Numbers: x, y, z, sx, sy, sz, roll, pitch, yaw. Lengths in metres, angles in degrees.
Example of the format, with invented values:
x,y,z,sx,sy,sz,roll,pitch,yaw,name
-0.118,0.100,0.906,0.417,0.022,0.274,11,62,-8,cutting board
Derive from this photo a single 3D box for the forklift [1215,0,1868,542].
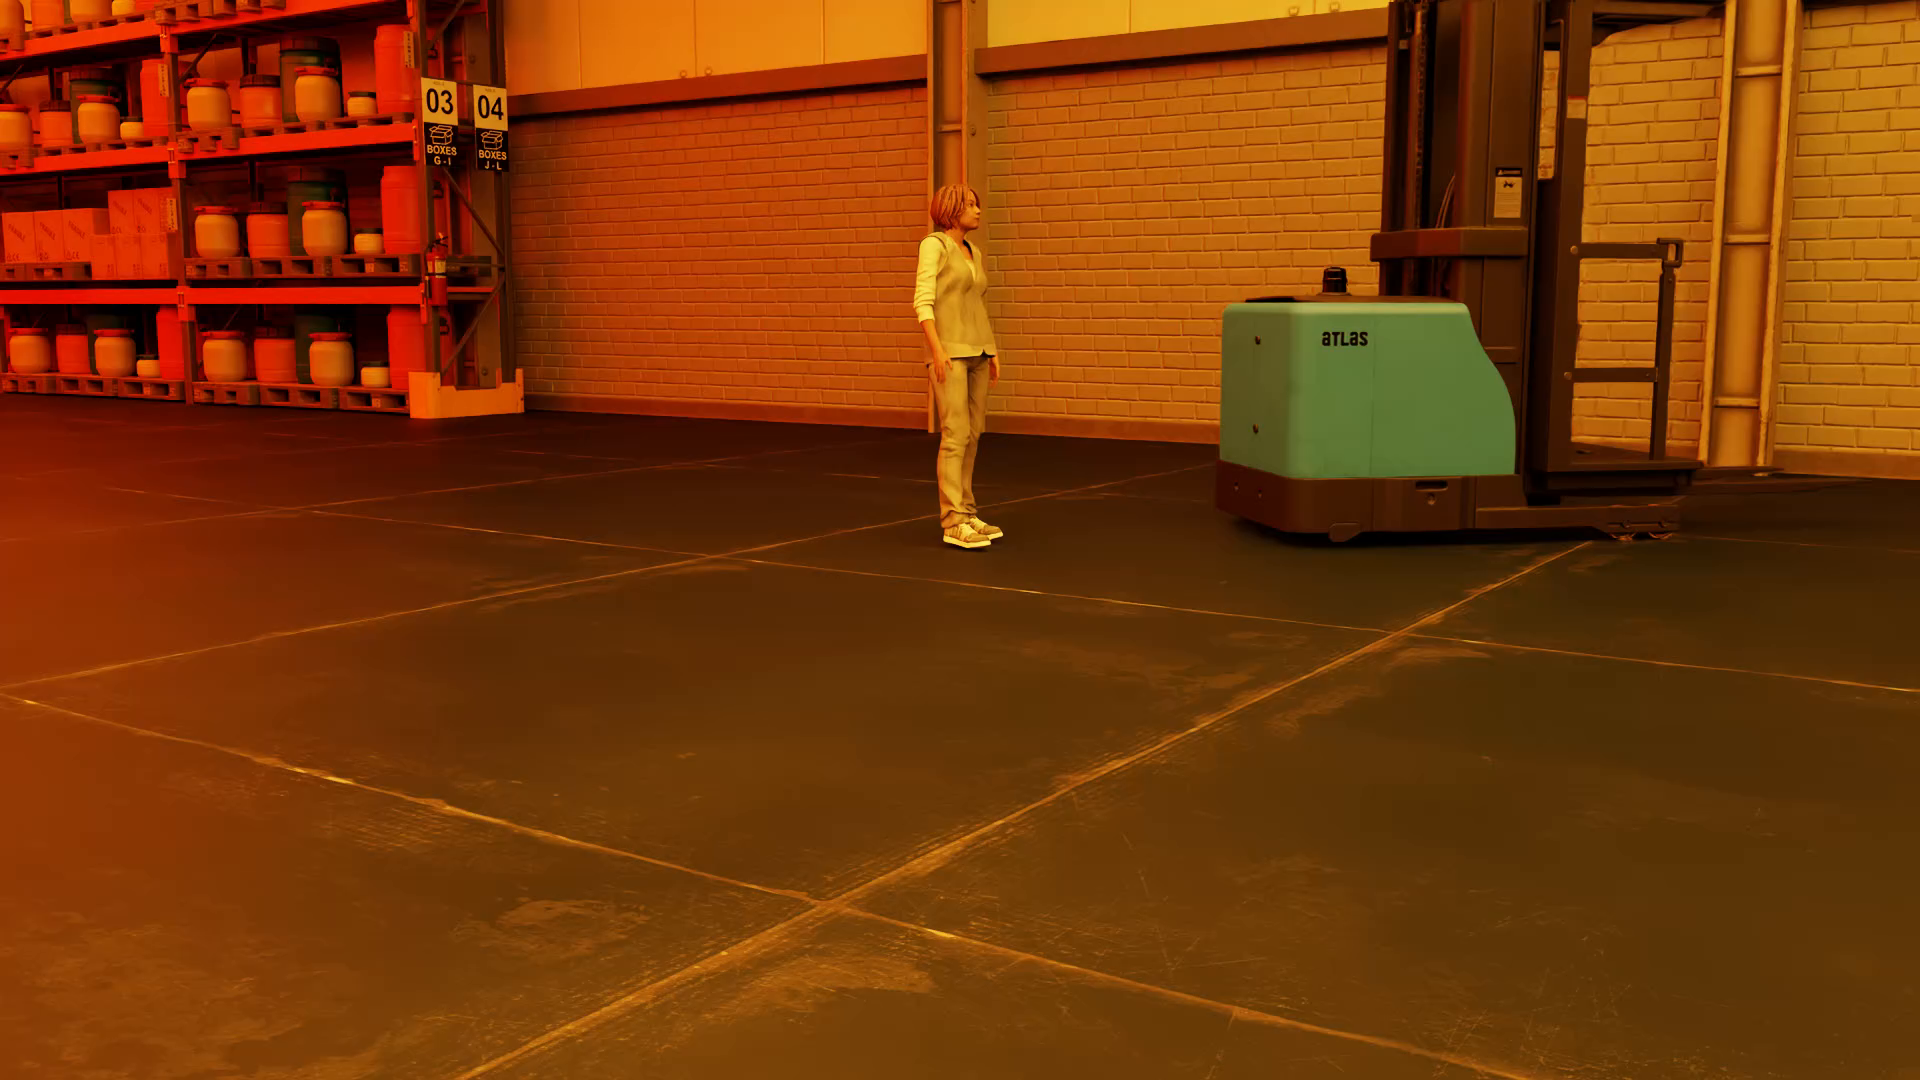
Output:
x,y,z,sx,sy,sz,roll,pitch,yaw,name
2.830,-1.519,7.874,3.031,2.935,1.130,-2,8,-11,forklift

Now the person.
x,y,z,sx,sy,sz,roll,pitch,yaw,name
0.053,-0.790,7.438,0.475,1.596,0.521,5,10,34,person
